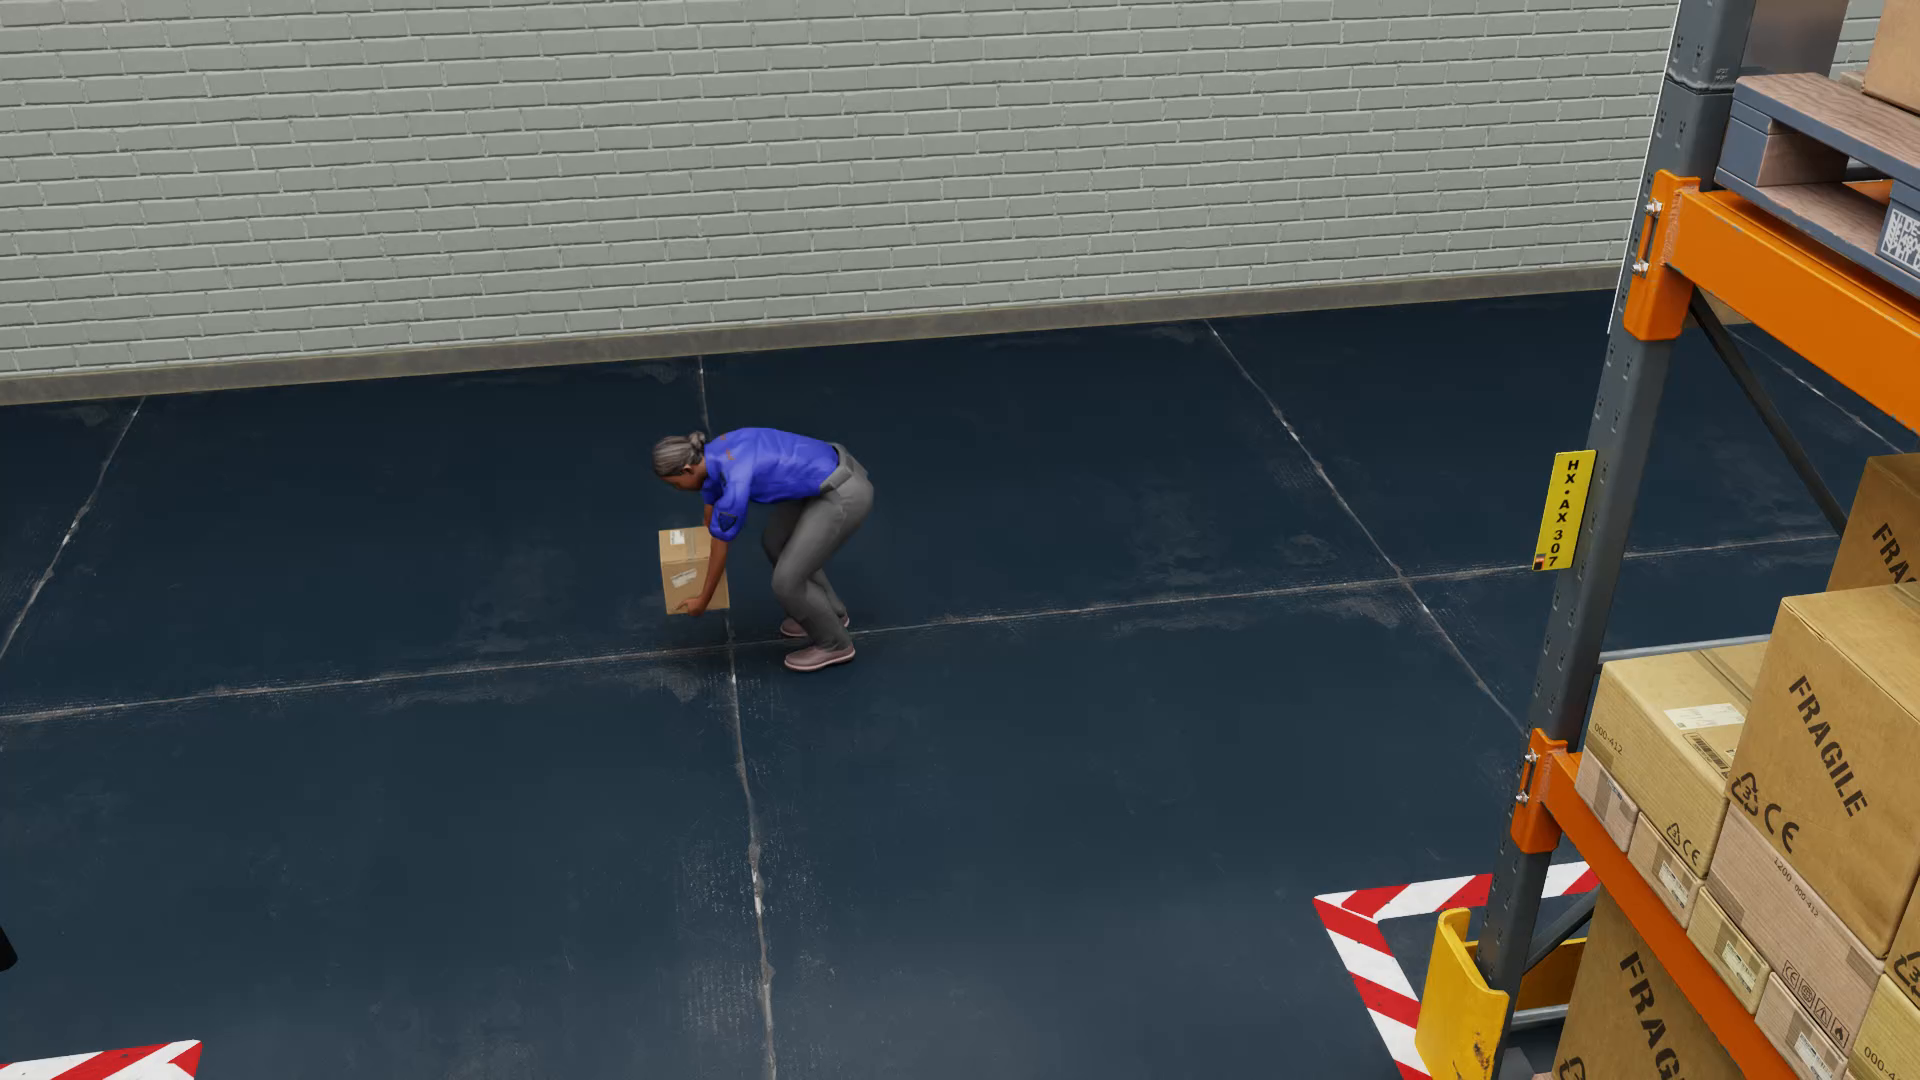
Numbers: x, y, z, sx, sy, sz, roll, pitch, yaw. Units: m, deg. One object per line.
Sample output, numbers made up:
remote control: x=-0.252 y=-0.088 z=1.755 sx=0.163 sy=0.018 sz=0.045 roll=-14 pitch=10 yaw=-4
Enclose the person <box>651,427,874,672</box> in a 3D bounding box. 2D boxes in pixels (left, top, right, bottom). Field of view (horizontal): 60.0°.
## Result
person: x=-0.772 y=0.012 z=6.701 sx=0.857 sy=1.064 sz=0.455 roll=-7 pitch=32 yaw=-11
